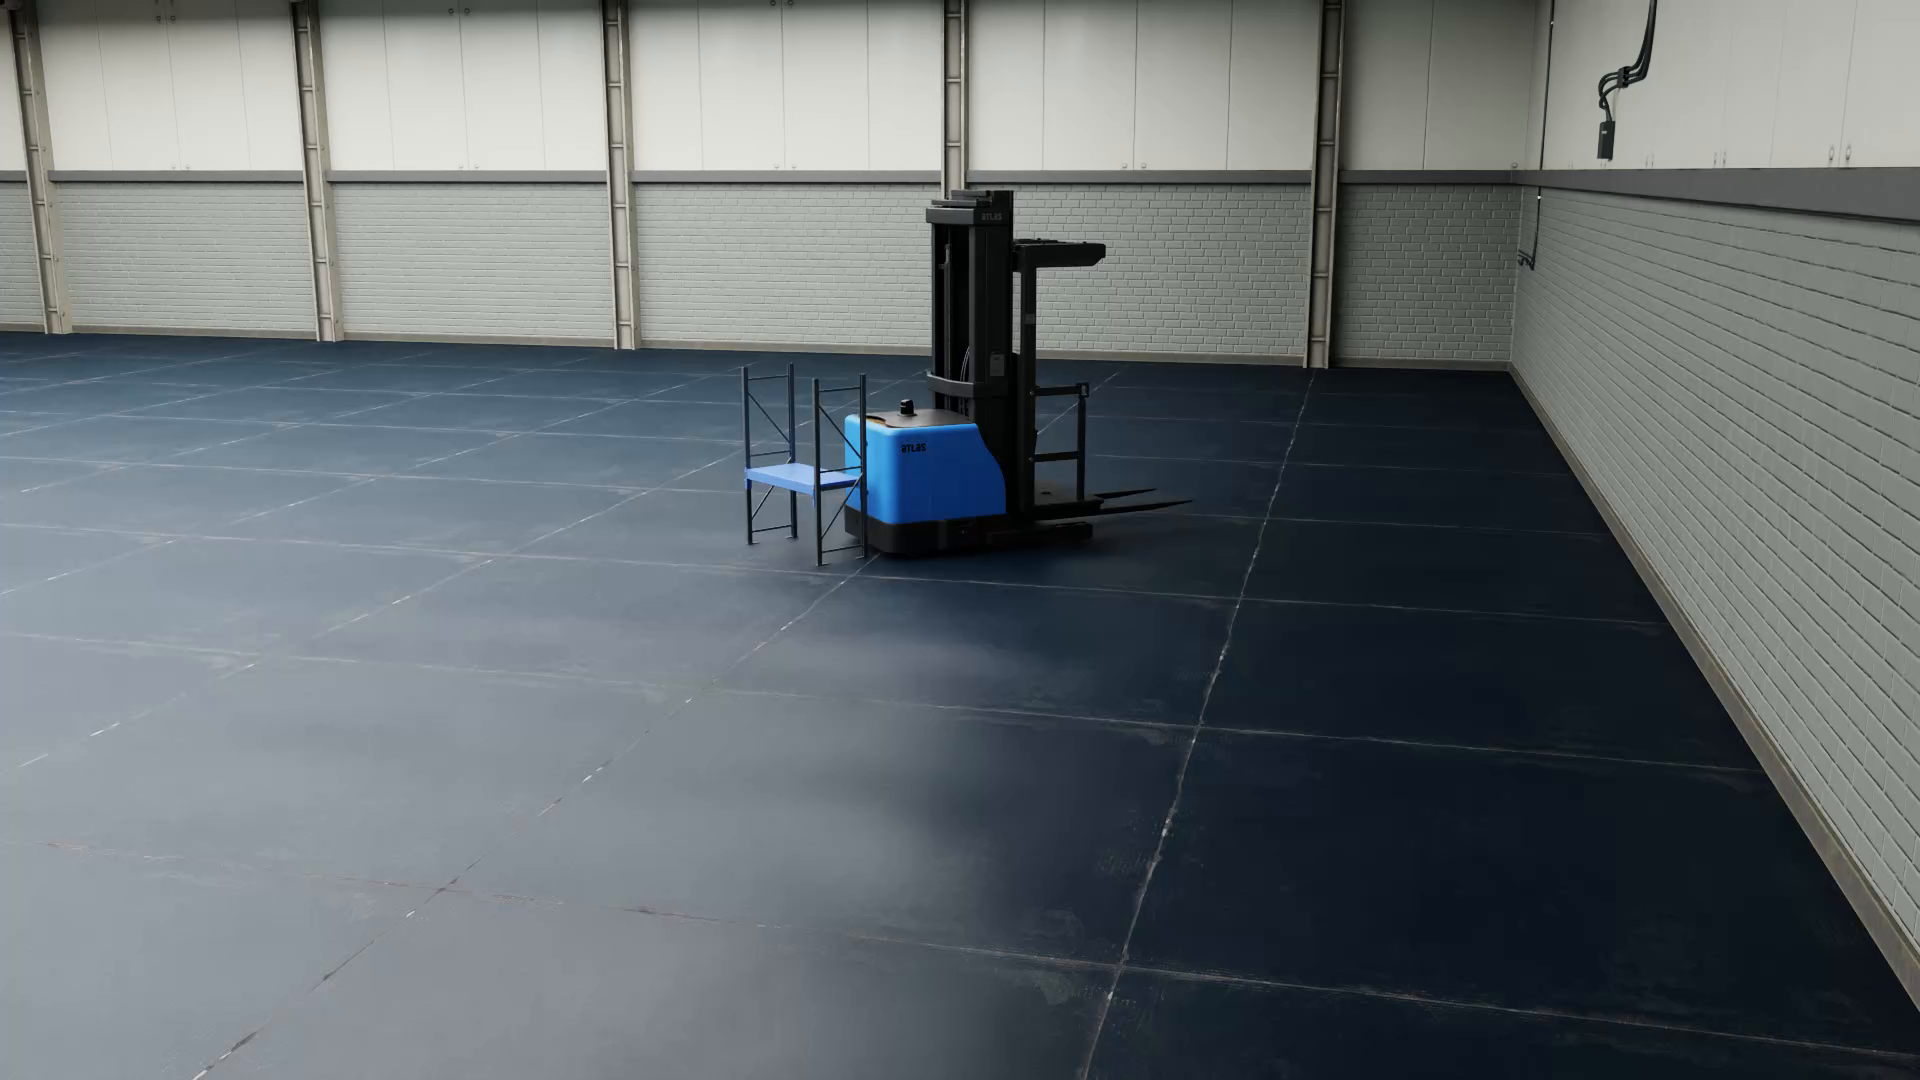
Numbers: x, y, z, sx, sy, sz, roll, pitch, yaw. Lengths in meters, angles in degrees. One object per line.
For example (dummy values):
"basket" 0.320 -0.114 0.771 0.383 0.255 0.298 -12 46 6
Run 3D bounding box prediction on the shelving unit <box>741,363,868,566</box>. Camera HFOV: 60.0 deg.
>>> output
"shelving unit" -1.281 -0.644 13.673 0.538 1.500 1.048 -10 16 -39

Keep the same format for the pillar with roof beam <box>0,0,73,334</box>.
"pillar with roof beam" -18.591 -7.523 27.368 0.548 9.000 9.100 3 13 14

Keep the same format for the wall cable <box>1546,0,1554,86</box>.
"wall cable" 7.637 -7.133 21.117 0.112 2.526 3.097 3 13 14

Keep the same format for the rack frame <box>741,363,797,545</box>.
"rack frame" -1.607 -0.728 14.054 0.500 1.500 0.032 -10 16 -39

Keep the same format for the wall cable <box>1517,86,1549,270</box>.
"wall cable" 8.285 -5.236 24.229 0.112 2.526 3.097 3 13 14

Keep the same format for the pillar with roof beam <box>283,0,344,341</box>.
"pillar with roof beam" -12.766 -7.212 25.965 0.548 9.000 9.100 3 13 14

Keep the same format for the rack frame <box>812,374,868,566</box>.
"rack frame" -0.955 -0.559 13.292 0.500 1.500 0.032 -10 16 -39

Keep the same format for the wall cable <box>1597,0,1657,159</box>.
"wall cable" 5.995 -6.417 14.530 0.169 6.003 2.305 3 13 14

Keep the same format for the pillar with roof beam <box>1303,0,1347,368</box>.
"pillar with roof beam" 4.710 -6.278 21.754 0.400 9.000 9.100 3 13 14

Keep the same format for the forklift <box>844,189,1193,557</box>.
"forklift" 0.569 -1.490 14.181 3.031 2.935 1.130 -6 14 -25

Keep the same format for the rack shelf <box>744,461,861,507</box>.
"rack shelf" -1.281 -0.468 13.712 0.538 0.185 1.000 -10 16 -39

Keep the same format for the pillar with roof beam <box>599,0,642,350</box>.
"pillar with roof beam" -6.940 -6.901 24.561 0.400 9.000 9.100 3 13 14

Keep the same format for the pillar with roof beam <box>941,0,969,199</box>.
"pillar with roof beam" -1.115 -6.589 23.158 0.400 9.000 9.100 3 13 14
